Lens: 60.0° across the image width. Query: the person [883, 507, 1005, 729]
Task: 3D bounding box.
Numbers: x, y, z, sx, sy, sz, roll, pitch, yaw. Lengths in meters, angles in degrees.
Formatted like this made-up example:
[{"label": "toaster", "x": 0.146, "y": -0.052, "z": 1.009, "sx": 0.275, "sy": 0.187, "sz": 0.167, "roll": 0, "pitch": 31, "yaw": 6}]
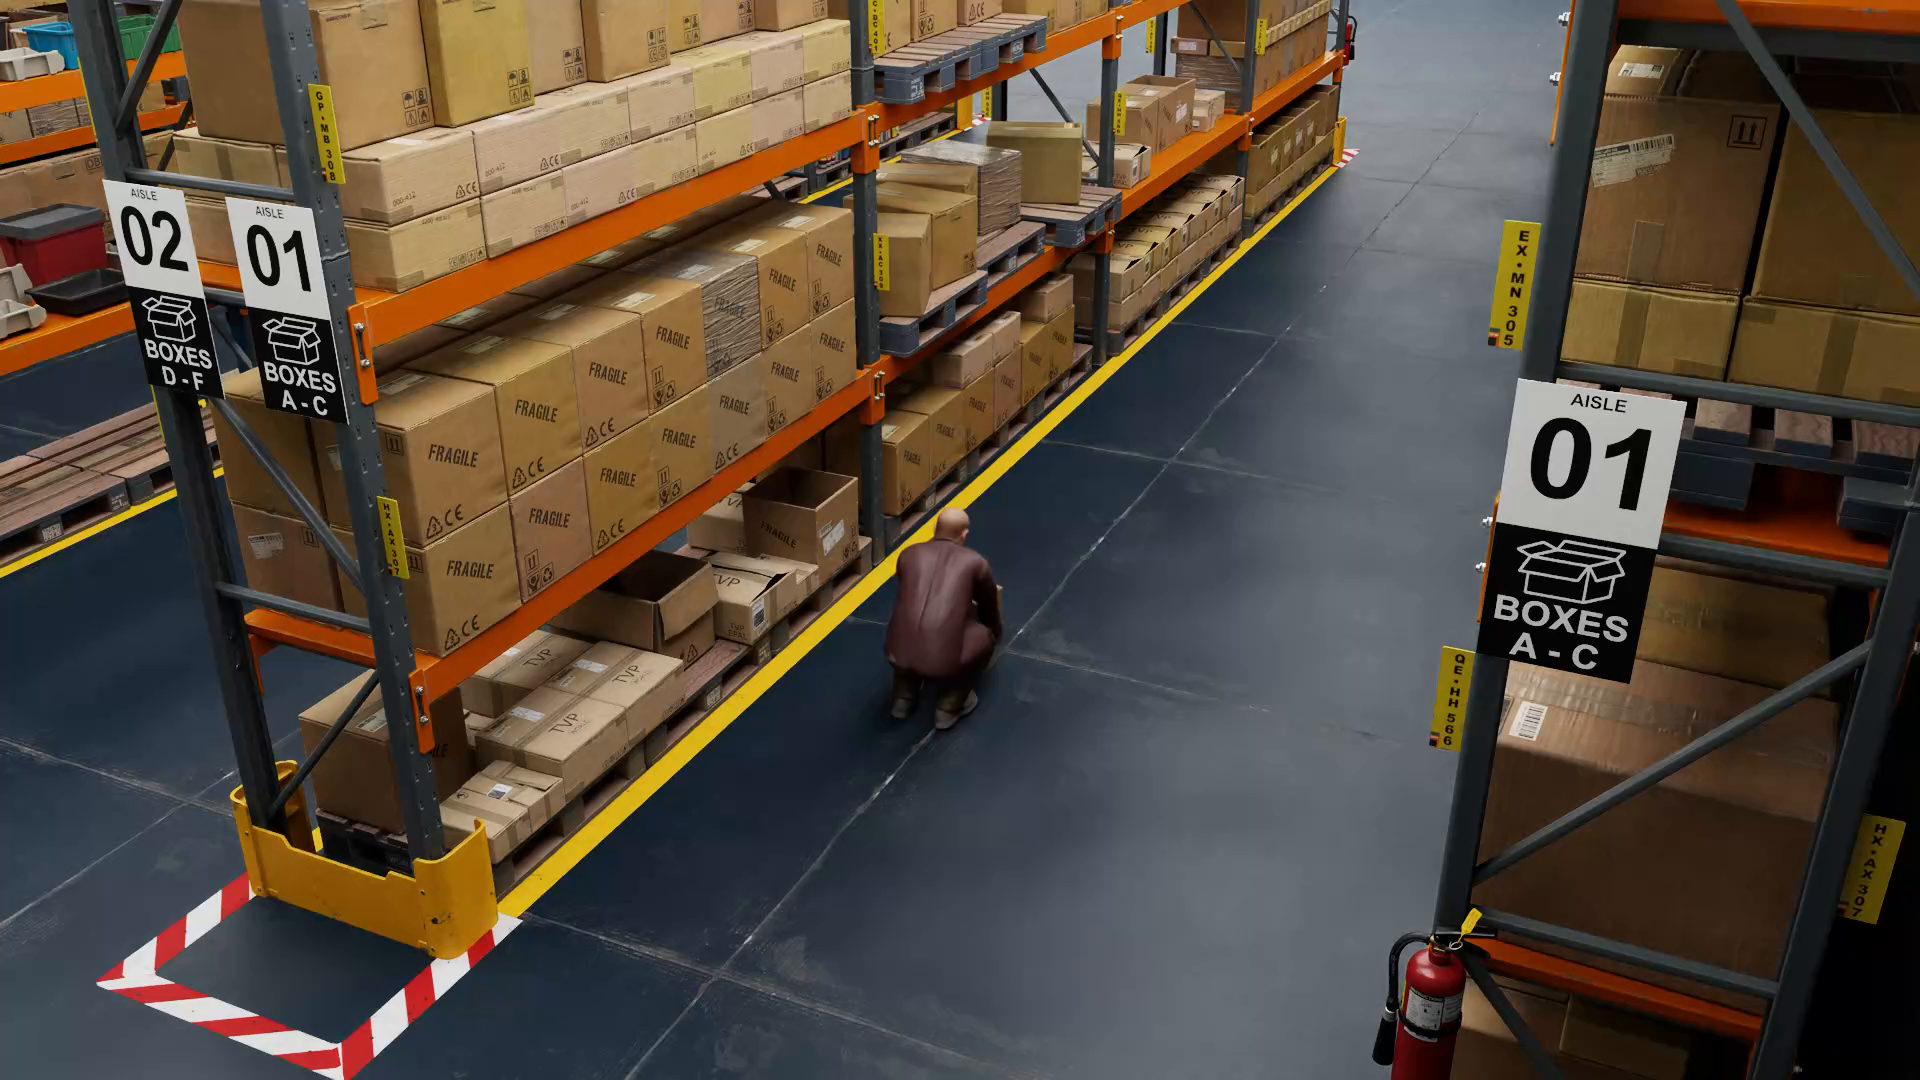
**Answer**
[{"label": "person", "x": -0.078, "y": 0.384, "z": 8.738, "sx": 0.585, "sy": 1.000, "sz": 0.928, "roll": 11, "pitch": 28, "yaw": 21}]
